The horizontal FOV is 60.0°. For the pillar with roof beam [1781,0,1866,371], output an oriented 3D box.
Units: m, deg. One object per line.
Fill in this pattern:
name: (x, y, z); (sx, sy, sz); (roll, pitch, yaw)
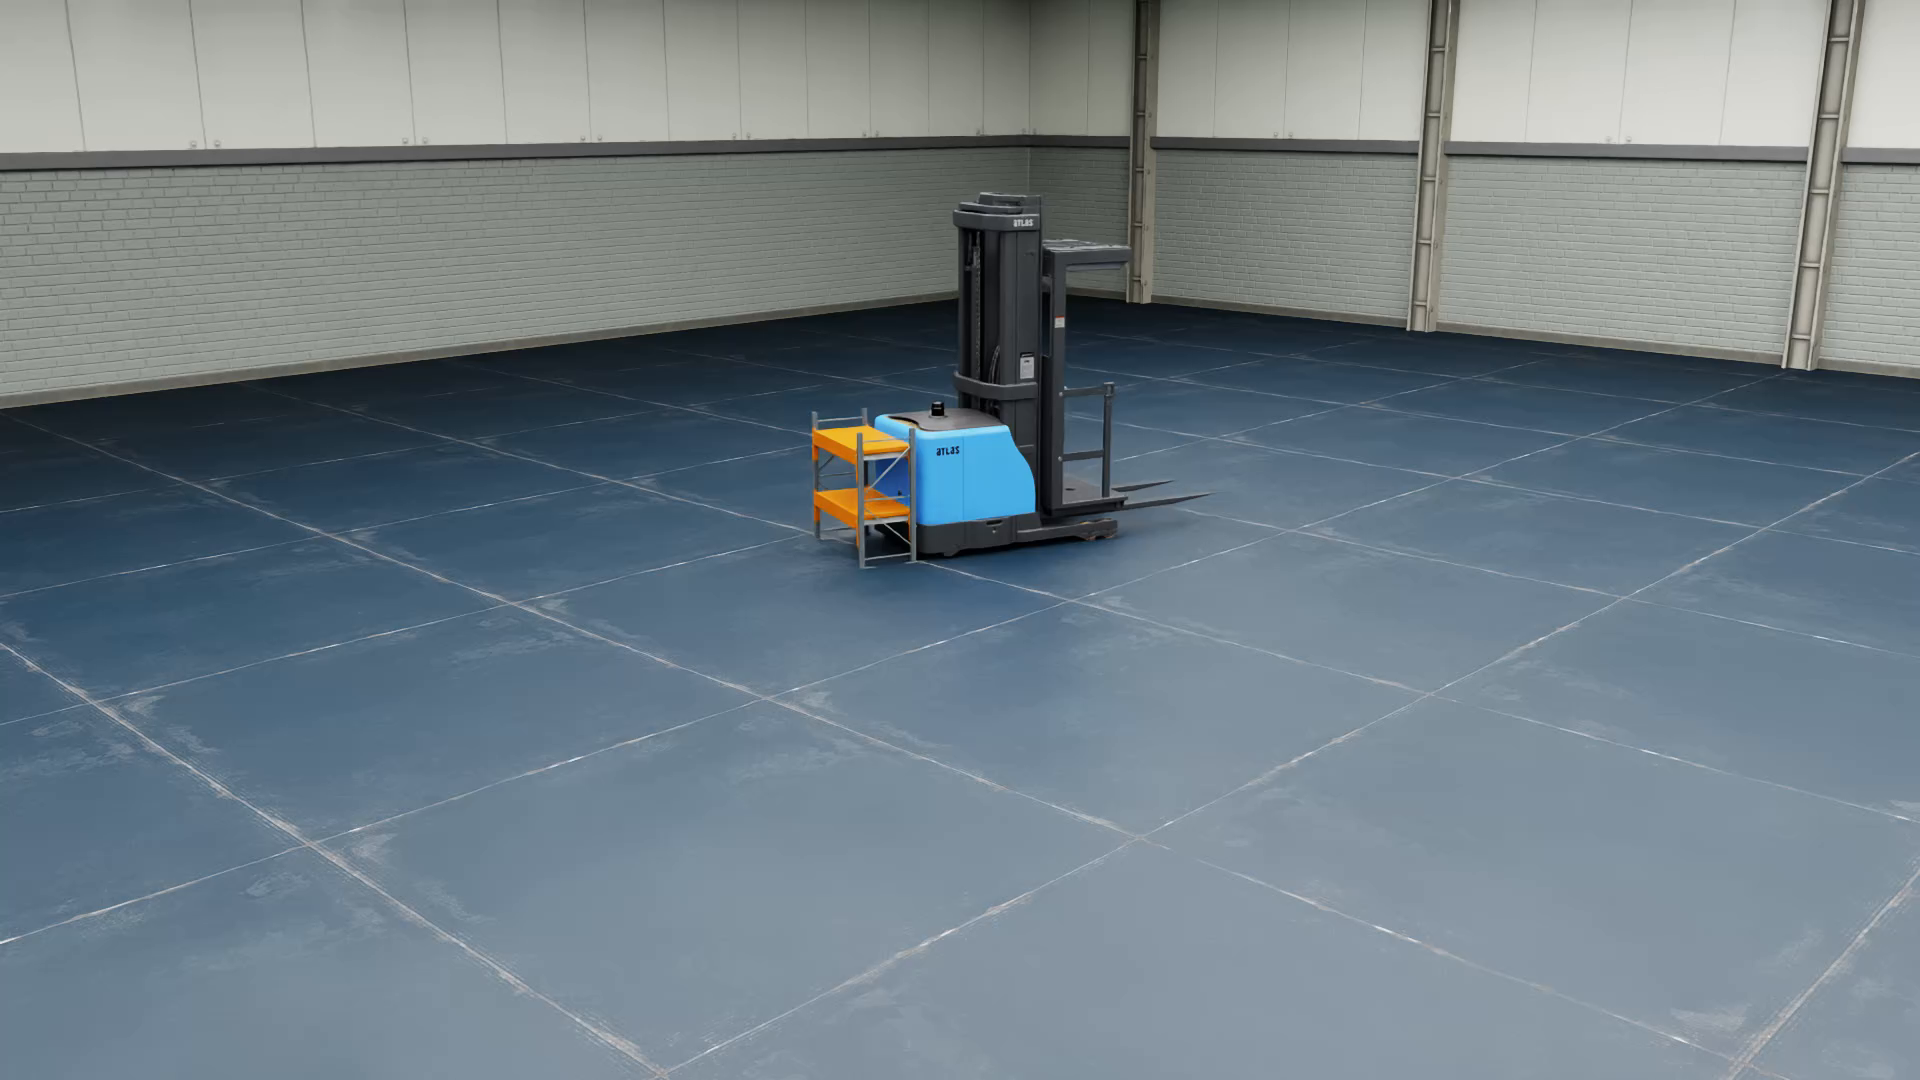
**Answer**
pillar with roof beam: (9.092, -6.048, 19.795); (0.400, 9.000, 9.100); (14, 20, 42)

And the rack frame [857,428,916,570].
rack frame: (-0.592, -0.334, 13.483); (0.500, 1.125, 0.032); (-7, 16, -25)

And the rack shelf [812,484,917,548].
rack shelf: (-0.812, -0.213, 13.989); (0.538, 0.278, 1.000); (-7, 16, -25)

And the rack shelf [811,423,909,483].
rack shelf: (-0.812, -0.733, 13.853); (0.538, 0.278, 1.000); (-7, 16, -25)

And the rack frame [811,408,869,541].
rack frame: (-1.031, -0.565, 14.371); (0.500, 1.125, 0.032); (-7, 16, -25)

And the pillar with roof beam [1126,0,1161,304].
pillar with roof beam: (0.453, -8.148, 27.855); (0.400, 9.000, 9.100); (14, 20, 42)

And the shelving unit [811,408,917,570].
shelving unit: (-0.812, -0.450, 13.927); (0.538, 1.125, 1.048); (-7, 16, -25)

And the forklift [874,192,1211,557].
forklift: (0.800, -1.521, 14.456); (3.031, 2.935, 1.130); (-8, 16, -27)

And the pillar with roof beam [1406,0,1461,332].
pillar with roof beam: (4.772, -7.098, 23.825); (0.400, 9.000, 9.100); (14, 20, 42)
